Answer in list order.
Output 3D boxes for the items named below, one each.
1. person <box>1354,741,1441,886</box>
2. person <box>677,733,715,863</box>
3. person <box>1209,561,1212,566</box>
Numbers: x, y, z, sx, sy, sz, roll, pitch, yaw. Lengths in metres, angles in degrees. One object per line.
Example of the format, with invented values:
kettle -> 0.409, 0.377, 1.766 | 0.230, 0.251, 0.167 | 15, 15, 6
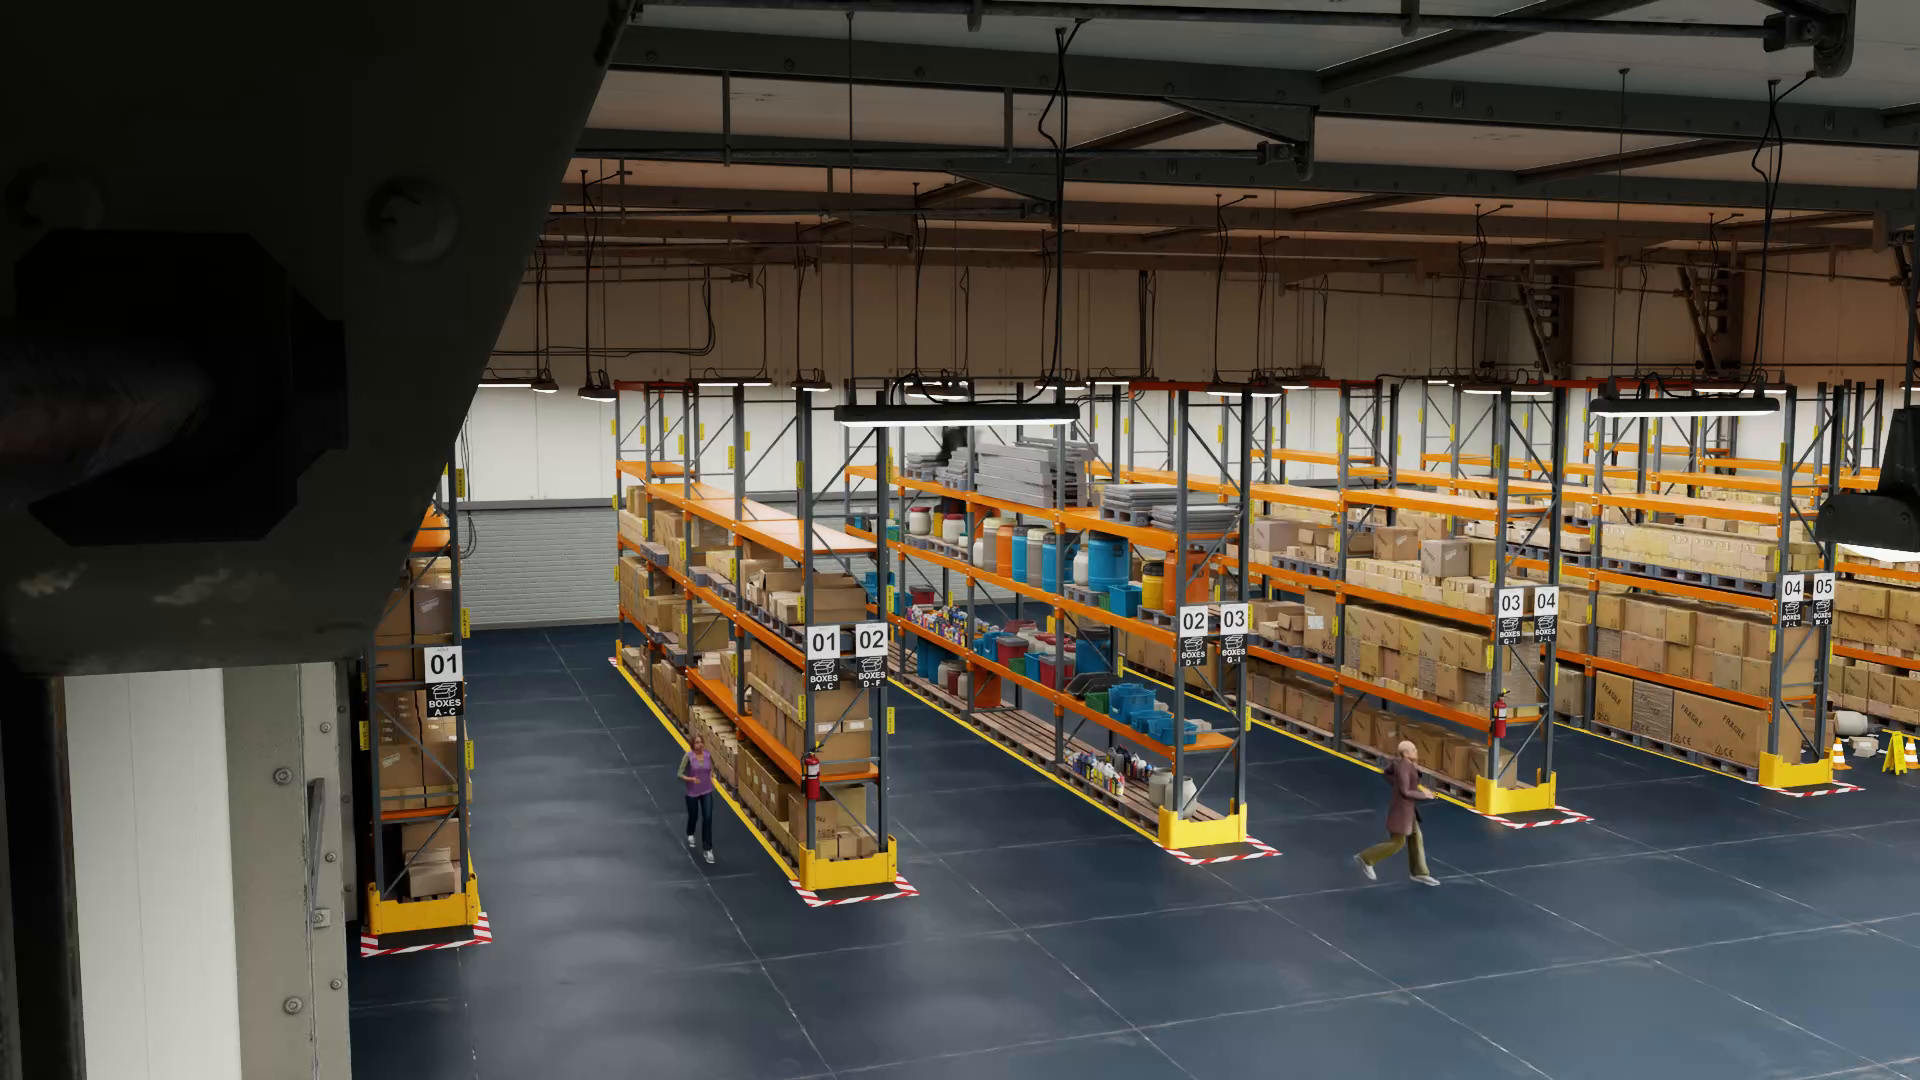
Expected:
person -> 5.329, 3.315, 20.212 | 1.044, 1.791, 0.718 | 1, 6, 12
person -> -3.368, 3.268, 21.337 | 0.539, 1.588, 0.872 | -2, 7, -22
person -> 5.970, 1.213, 40.910 | 0.521, 1.589, 0.695 | -6, 8, -43
